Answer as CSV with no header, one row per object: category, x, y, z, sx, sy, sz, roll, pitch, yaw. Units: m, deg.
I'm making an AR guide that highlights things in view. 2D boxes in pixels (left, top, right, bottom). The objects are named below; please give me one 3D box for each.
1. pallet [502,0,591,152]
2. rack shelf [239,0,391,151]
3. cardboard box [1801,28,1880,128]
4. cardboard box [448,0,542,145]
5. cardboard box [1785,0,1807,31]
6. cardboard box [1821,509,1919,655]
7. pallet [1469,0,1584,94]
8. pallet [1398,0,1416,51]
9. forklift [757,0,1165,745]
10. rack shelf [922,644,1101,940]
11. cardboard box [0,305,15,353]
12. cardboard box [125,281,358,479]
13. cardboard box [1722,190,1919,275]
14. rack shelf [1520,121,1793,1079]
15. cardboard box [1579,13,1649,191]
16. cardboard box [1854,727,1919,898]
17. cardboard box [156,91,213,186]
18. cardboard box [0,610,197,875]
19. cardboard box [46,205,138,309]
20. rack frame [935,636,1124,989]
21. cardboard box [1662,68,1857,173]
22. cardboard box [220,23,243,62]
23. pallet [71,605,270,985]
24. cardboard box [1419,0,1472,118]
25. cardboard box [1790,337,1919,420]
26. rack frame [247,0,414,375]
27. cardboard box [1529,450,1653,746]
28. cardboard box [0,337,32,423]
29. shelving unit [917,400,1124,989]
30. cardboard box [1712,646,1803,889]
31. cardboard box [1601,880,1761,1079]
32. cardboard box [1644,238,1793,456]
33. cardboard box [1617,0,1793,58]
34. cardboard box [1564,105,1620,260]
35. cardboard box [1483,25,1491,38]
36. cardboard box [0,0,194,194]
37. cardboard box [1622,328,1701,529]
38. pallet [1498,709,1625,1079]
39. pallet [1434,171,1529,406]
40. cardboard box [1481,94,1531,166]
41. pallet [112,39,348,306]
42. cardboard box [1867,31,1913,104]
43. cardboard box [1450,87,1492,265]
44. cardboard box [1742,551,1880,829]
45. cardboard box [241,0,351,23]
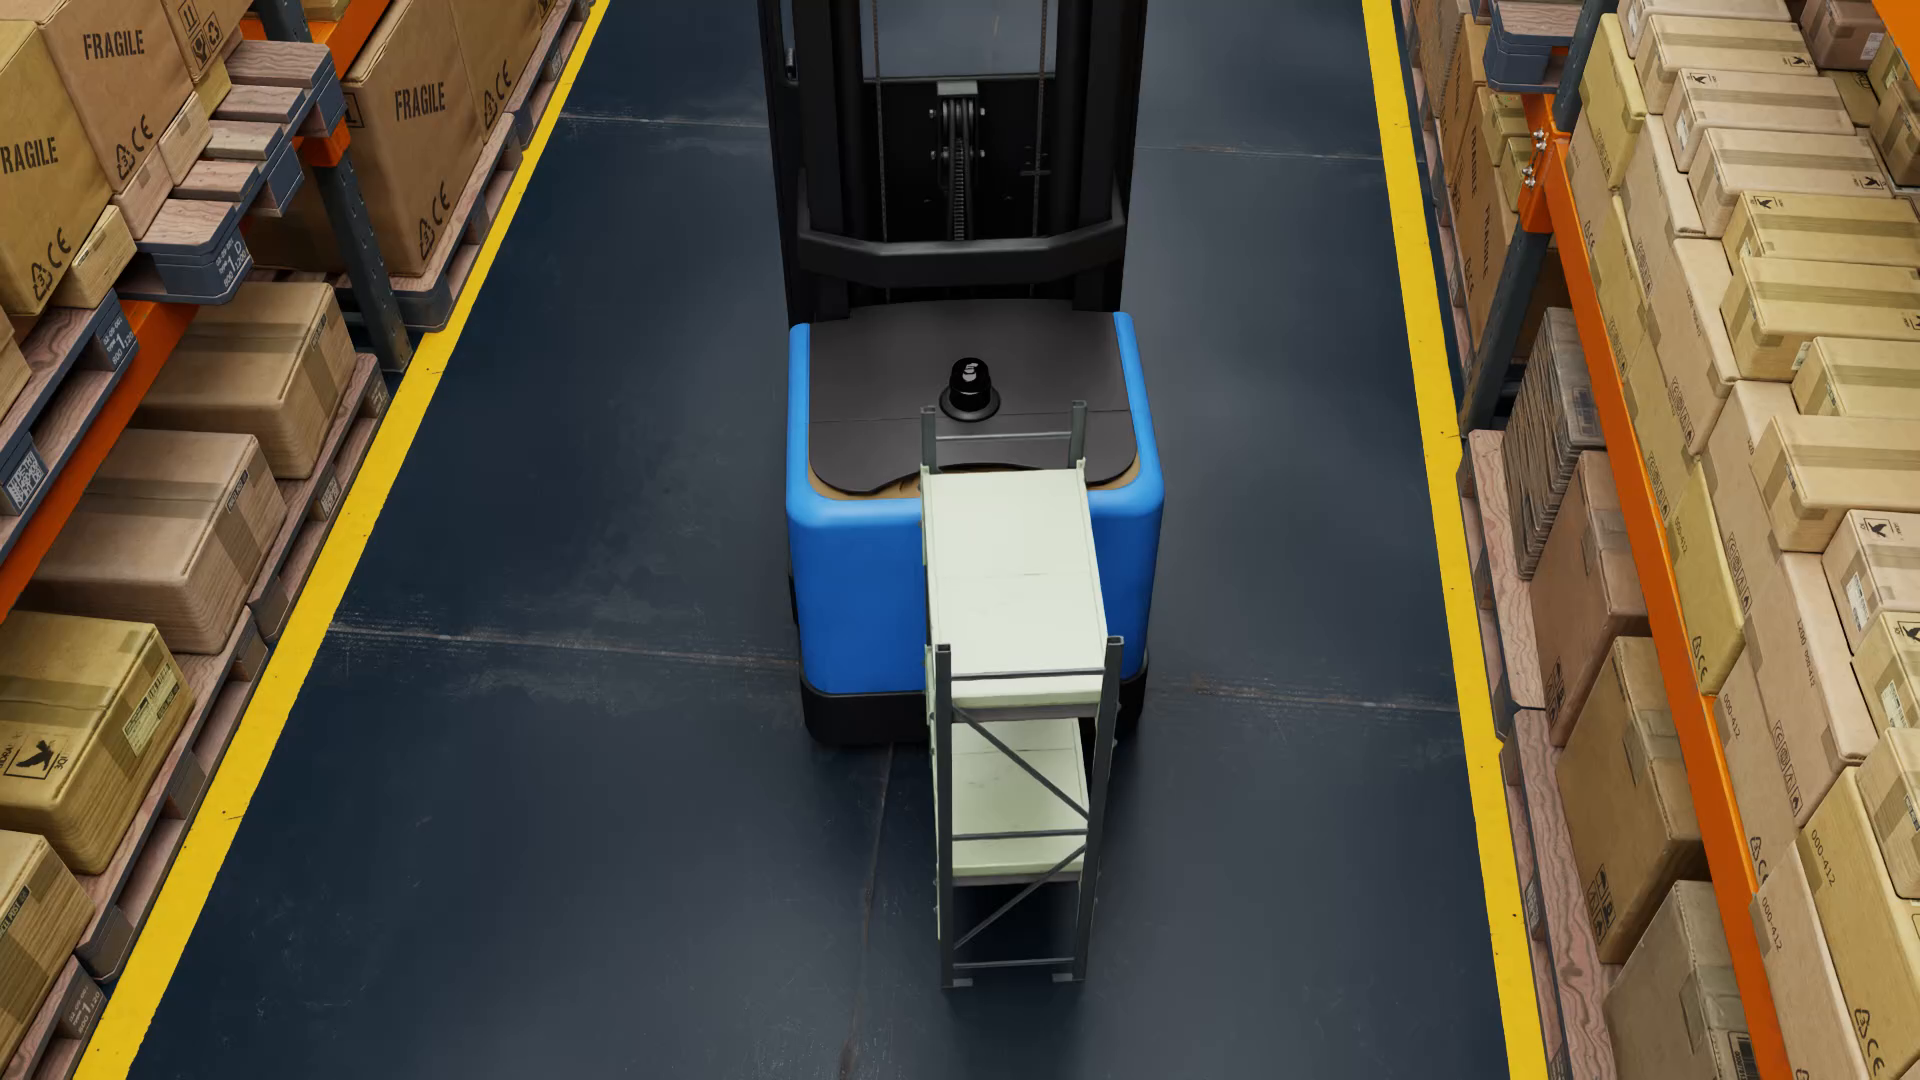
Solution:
pallet,-2.347,-2.246,7.661,1.003,0.211,1.213,4,48,4
rack shelf,-2.425,-2.946,6.899,1.077,0.370,4.000,4,48,4
cardboard box,2.572,-1.157,4.538,0.500,0.250,0.500,5,48,4
cardboard box,-2.376,-2.300,6.977,0.875,0.875,0.875,4,48,4
cardboard box,2.539,-1.931,5.131,0.500,0.500,0.500,6,48,5
cardboard box,1.869,0.092,3.126,0.380,0.149,0.250,4,48,4
pallet,2.328,-1.826,5.517,1.213,0.211,1.003,4,48,4
pallet,2.664,-2.785,8.155,1.003,0.211,1.213,4,48,4
forklift,-0.035,-1.448,5.088,1.130,2.935,3.031,-2,48,-2
rack shelf,0.126,0.672,4.559,0.431,0.370,0.720,-2,48,-2
cardboard box,-2.504,-0.489,3.611,0.500,0.500,0.500,2,48,2
cardboard box,-2.669,-0.559,5.725,0.950,0.372,0.625,1,48,1
cardboard box,1.988,-0.659,3.813,0.380,0.149,0.250,4,48,4
rack shelf,2.154,0.325,3.908,1.077,0.370,4.000,4,48,4
cardboard box,2.027,-1.198,4.576,0.500,0.250,0.500,4,48,3
cardboard box,1.754,0.464,2.786,0.380,0.149,0.250,3,48,2
cardboard box,-2.334,-1.129,4.635,0.380,0.149,0.250,4,48,3
cardboard box,-2.803,0.541,4.719,0.950,0.372,0.625,5,48,5
cardboard box,-2.376,-0.741,4.281,0.380,0.149,0.250,5,48,4
rack frame,0.147,0.724,4.072,0.400,1.500,0.023,-2,48,-2
cardboard box,1.993,-1.039,4.160,0.380,0.149,0.250,5,48,5
cardboard box,-2.403,-1.519,4.992,0.380,0.149,0.250,5,48,5
pallet,-2.794,0.691,4.975,1.003,0.211,1.213,4,48,4
cardboard box,2.290,-2.146,7.089,0.500,0.500,0.500,2,48,2
cardboard box,1.979,-0.279,3.465,0.380,0.149,0.250,4,48,4
rack frame,-2.607,-1.719,5.289,1.000,3.000,0.127,4,48,4
cardboard box,2.214,0.210,4.850,0.875,0.625,0.625,5,48,5
cardboard box,-2.465,-0.375,3.946,0.380,0.149,0.250,2,48,2
shelving unit,0.126,0.453,4.317,0.431,1.500,0.755,-2,48,-2
cardboard box,1.873,0.482,3.378,0.500,0.250,0.500,4,48,4
cardboard box,2.086,1.258,3.892,0.875,0.625,0.625,3,48,3
cardboard box,1.940,-0.445,3.887,0.500,0.250,0.500,3,48,3
cardboard box,2.014,-1.426,4.514,0.380,0.149,0.250,5,48,5
cardboard box,2.052,-1.027,4.758,0.500,0.250,0.500,4,48,4
cardboard box,2.282,-2.052,6.564,0.380,0.149,0.250,3,48,3
cardboard box,-2.408,-1.261,4.317,0.500,0.500,0.500,3,48,3
cardboard box,1.962,-0.279,4.074,0.500,0.250,0.500,2,48,2
pallet,2.108,1.050,4.647,1.003,0.211,1.213,4,48,4
pallet,2.442,-0.993,6.515,1.003,0.211,1.213,4,48,4
cardboard box,2.123,-1.487,6.047,0.380,0.149,0.250,2,48,2
pallet,-2.566,-1.123,4.874,1.213,0.211,1.003,4,48,4
cardboard box,2.595,-1.188,4.296,0.380,0.149,0.250,5,48,5
cardboard box,2.217,-1.378,6.387,0.500,0.500,0.500,3,48,3
cardboard box,1.854,0.302,3.204,0.500,0.250,0.500,5,48,4
cardboard box,-2.312,-2.011,5.658,0.500,0.250,0.500,3,48,3
